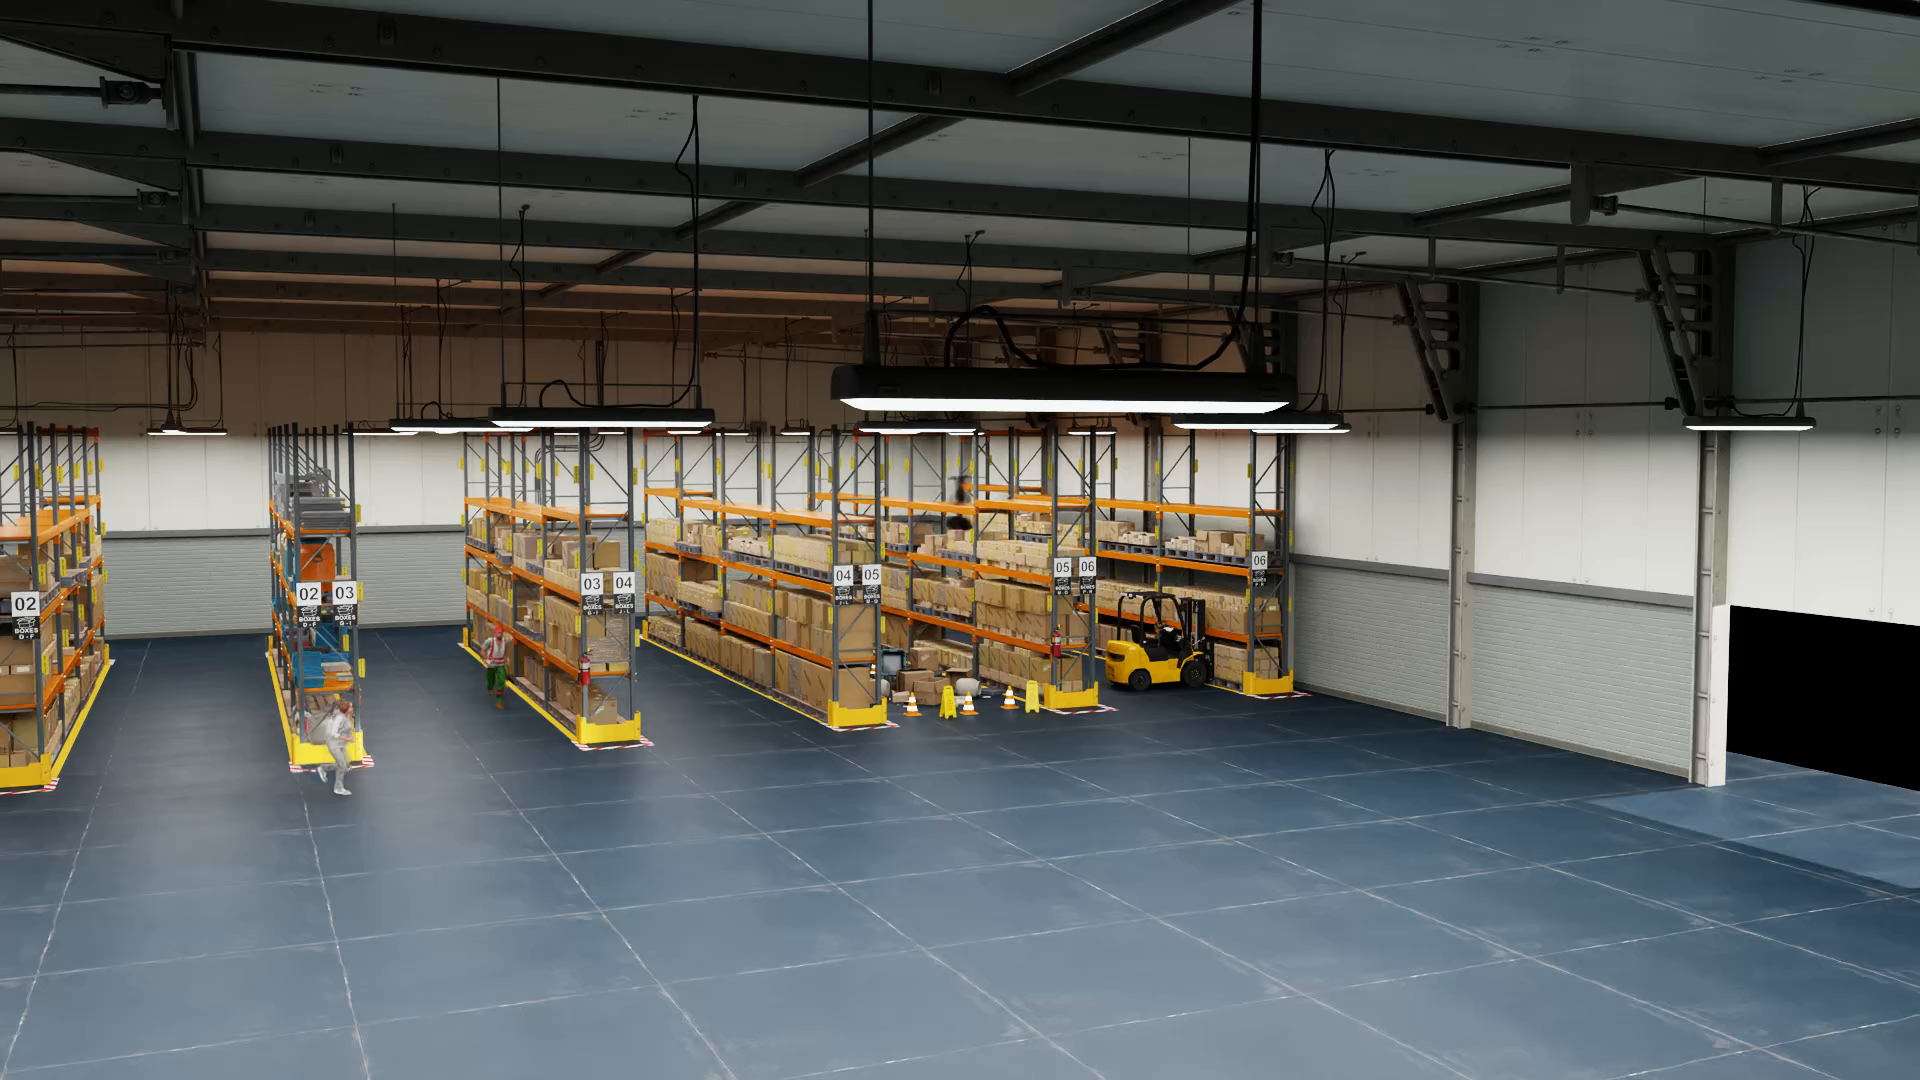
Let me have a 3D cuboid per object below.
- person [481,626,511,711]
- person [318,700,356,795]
[{"bbox_3d":[-9.896,2.693,35.445,0.658,1.772,1.073,-2,4,-28],"label":"person"},{"bbox_3d":[-10.011,3.333,26.718,0.681,1.543,0.522,1,4,9],"label":"person"}]
